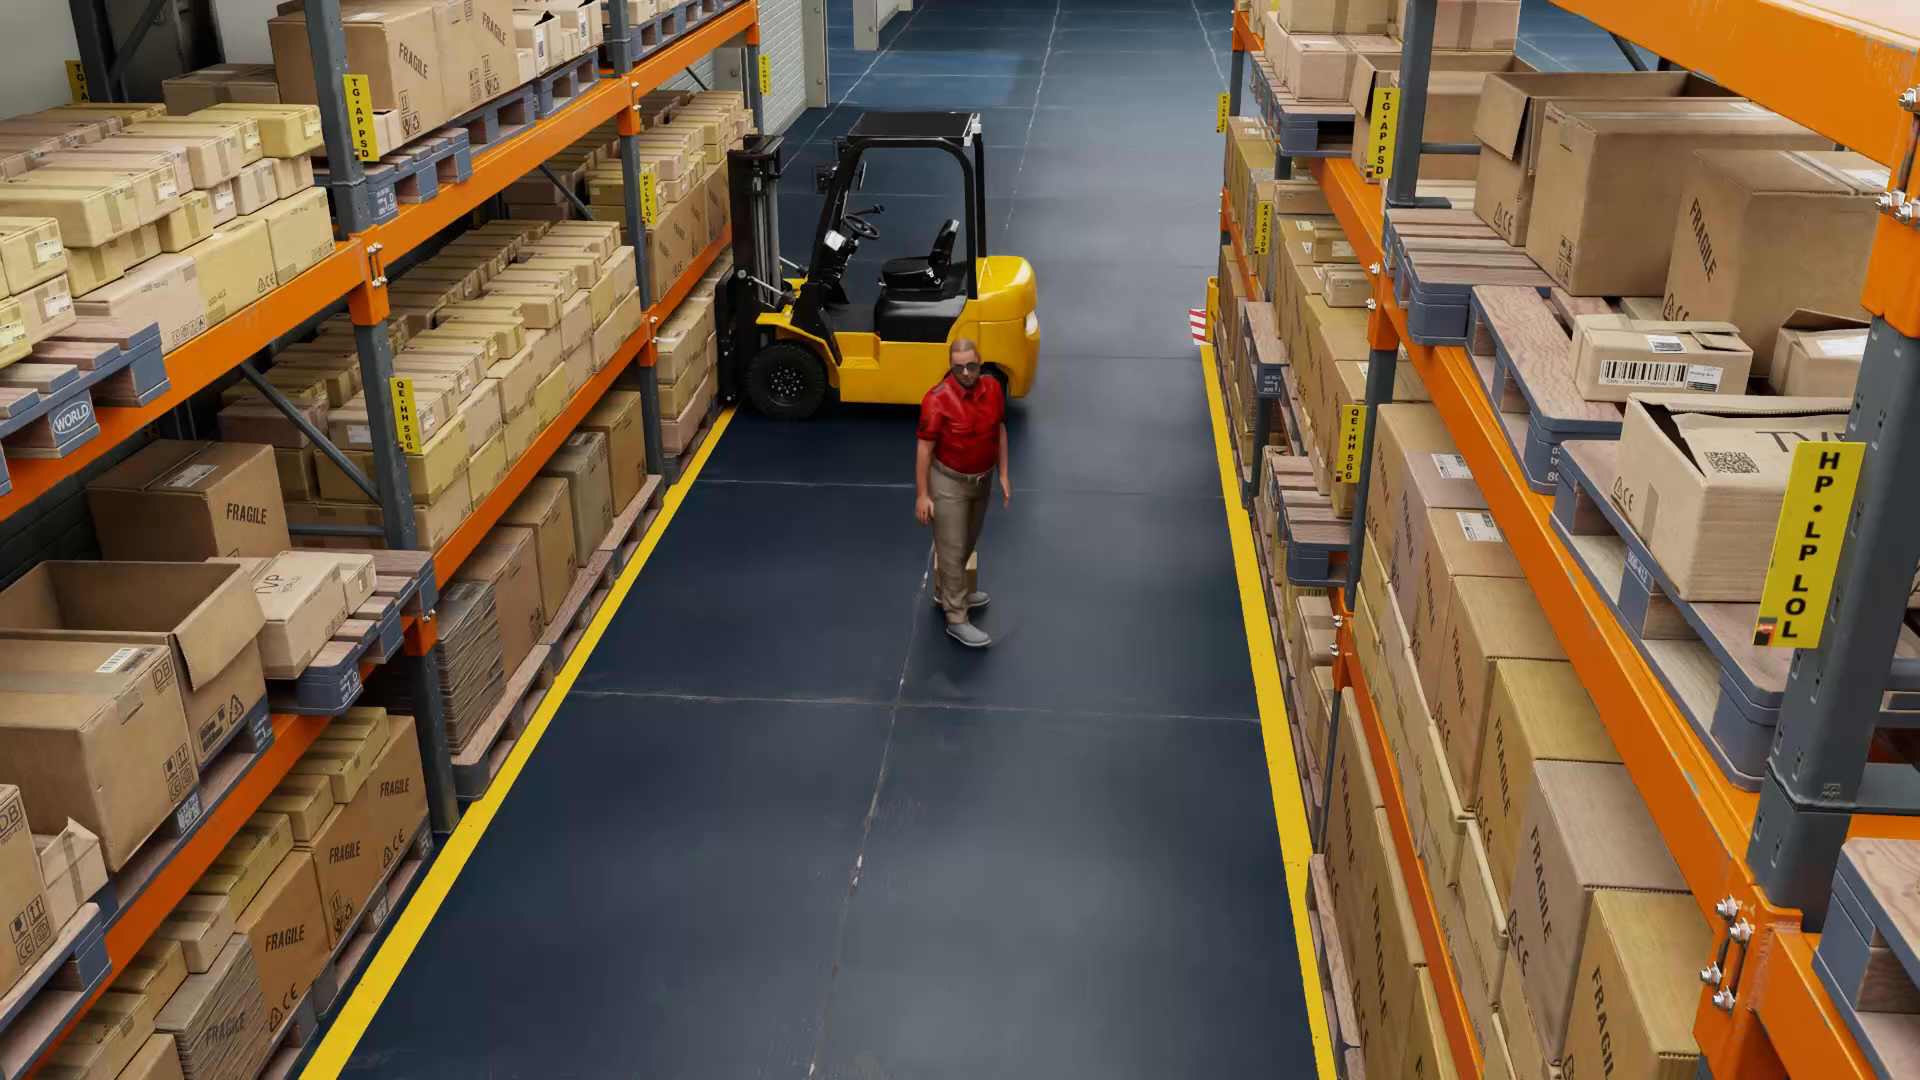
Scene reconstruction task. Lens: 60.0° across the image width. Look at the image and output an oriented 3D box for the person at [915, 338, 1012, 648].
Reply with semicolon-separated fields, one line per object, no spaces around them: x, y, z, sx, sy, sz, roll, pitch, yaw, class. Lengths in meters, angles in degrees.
0.025;-0.296;9.229;0.653;1.710;0.614;22;32;39;person
